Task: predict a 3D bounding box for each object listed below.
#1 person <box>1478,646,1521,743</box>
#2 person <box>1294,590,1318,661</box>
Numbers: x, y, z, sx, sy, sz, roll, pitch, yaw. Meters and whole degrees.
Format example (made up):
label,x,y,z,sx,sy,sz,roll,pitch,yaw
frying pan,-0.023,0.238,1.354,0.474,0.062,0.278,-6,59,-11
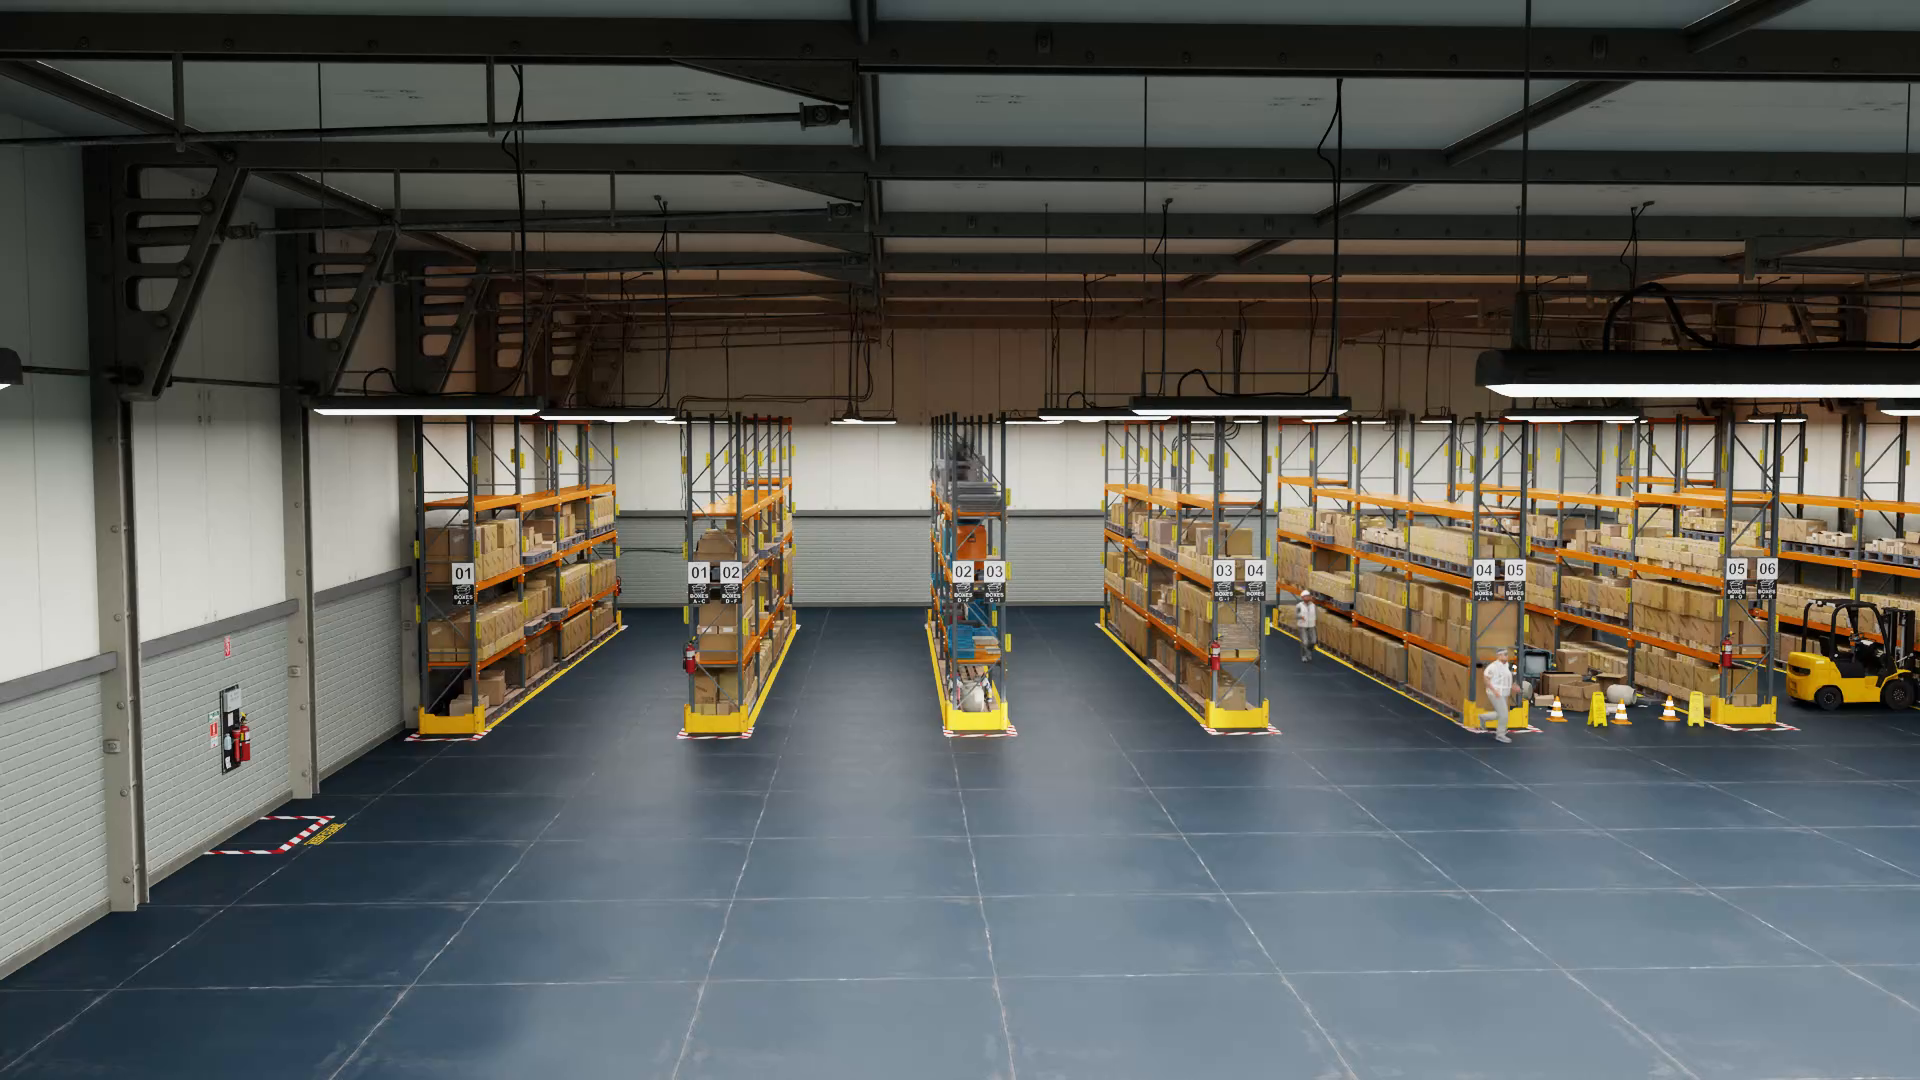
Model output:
label,x,y,z,sx,sy,sz,roll,pitch,yaw
person,9.782,2.795,30.409,0.647,1.744,0.782,-4,5,-43
person,8.441,2.097,40.376,0.647,1.731,0.598,0,4,-5
